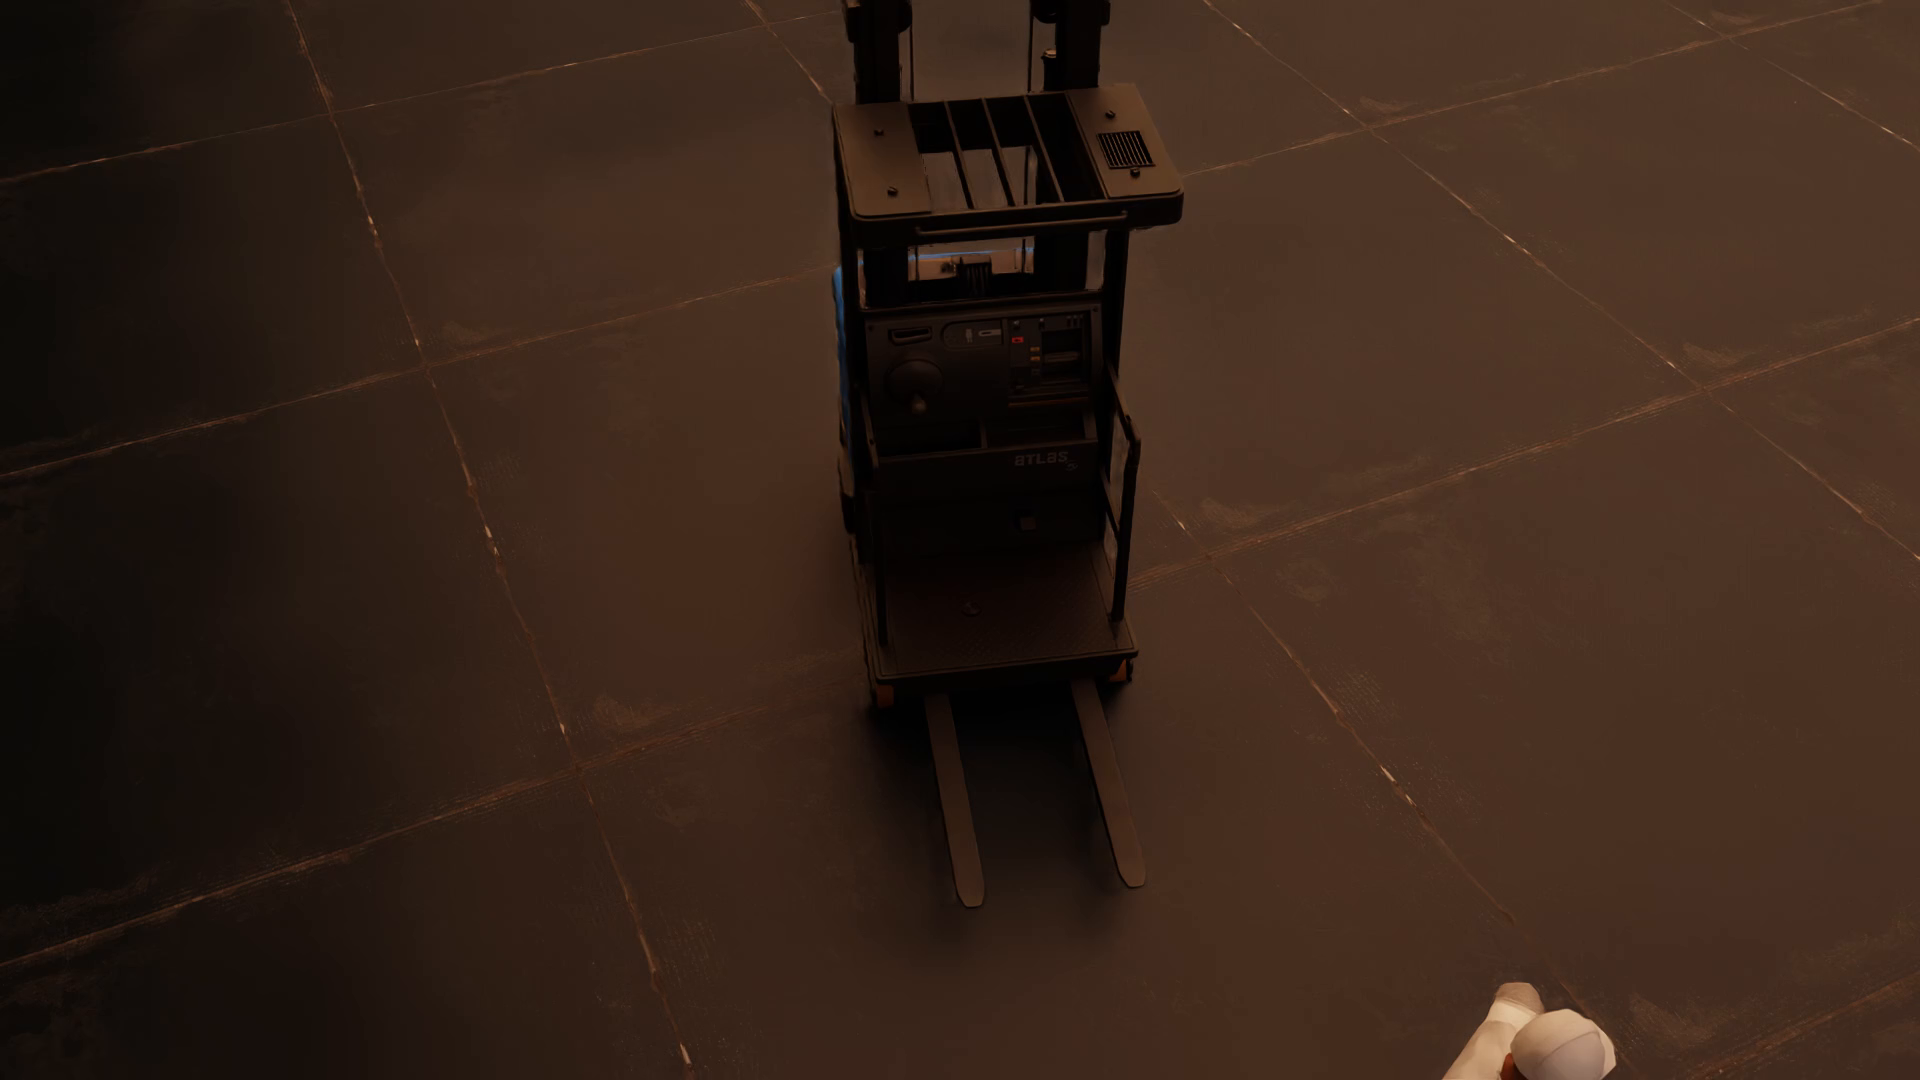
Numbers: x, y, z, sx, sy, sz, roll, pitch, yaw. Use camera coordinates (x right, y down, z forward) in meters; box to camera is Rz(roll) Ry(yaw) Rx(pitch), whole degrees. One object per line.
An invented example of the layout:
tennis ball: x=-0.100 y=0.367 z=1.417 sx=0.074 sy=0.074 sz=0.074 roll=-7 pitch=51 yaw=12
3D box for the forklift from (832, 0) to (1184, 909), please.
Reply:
forklift: x=0.130 y=-0.621 z=6.346 sx=1.130 sy=2.935 sz=3.031 roll=-6 pitch=43 yaw=-6

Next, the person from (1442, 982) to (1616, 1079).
person: x=1.528 y=1.794 z=4.688 sx=0.849 sy=1.676 sz=0.625 roll=-26 pitch=49 yaw=-25
